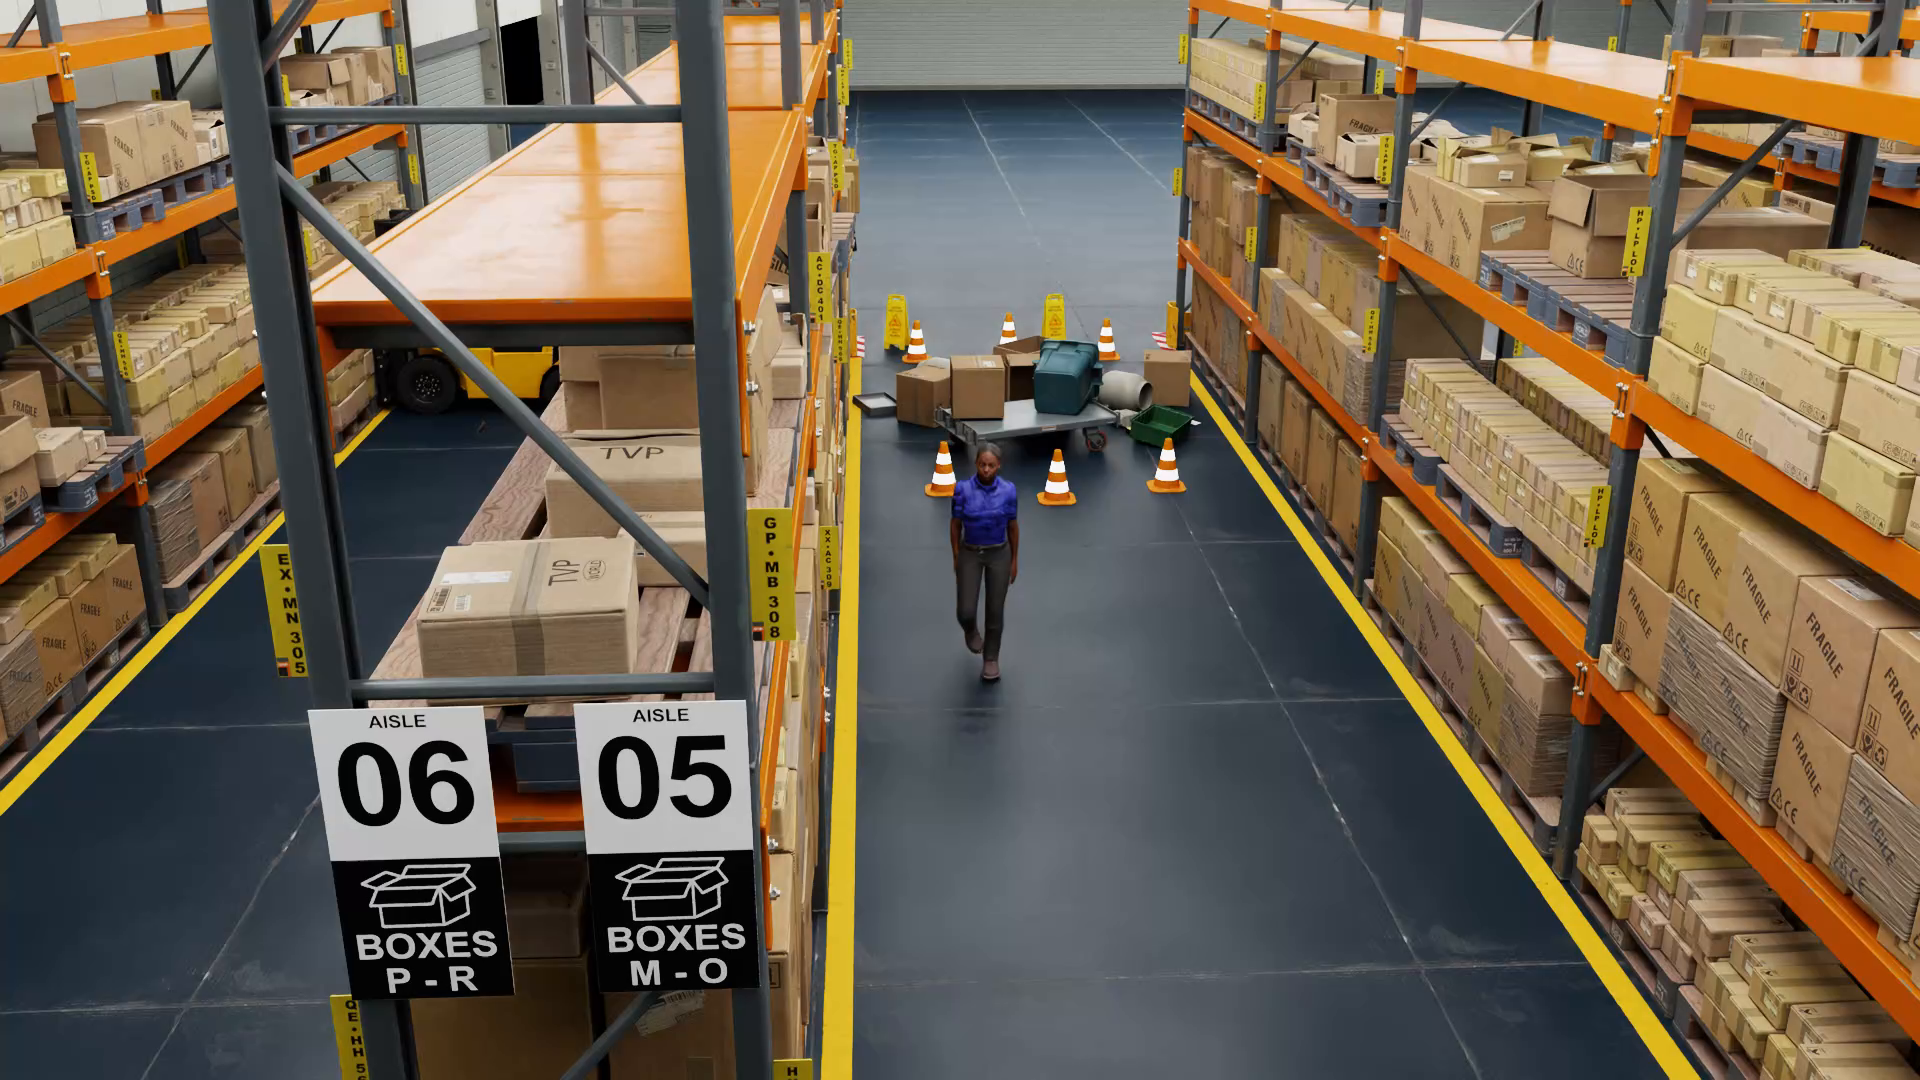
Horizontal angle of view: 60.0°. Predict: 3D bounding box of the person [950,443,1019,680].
[{"bbox_3d":[0.162,0.109,11.234,0.461,1.650,0.499,-1,21,-2],"label":"person"}]
